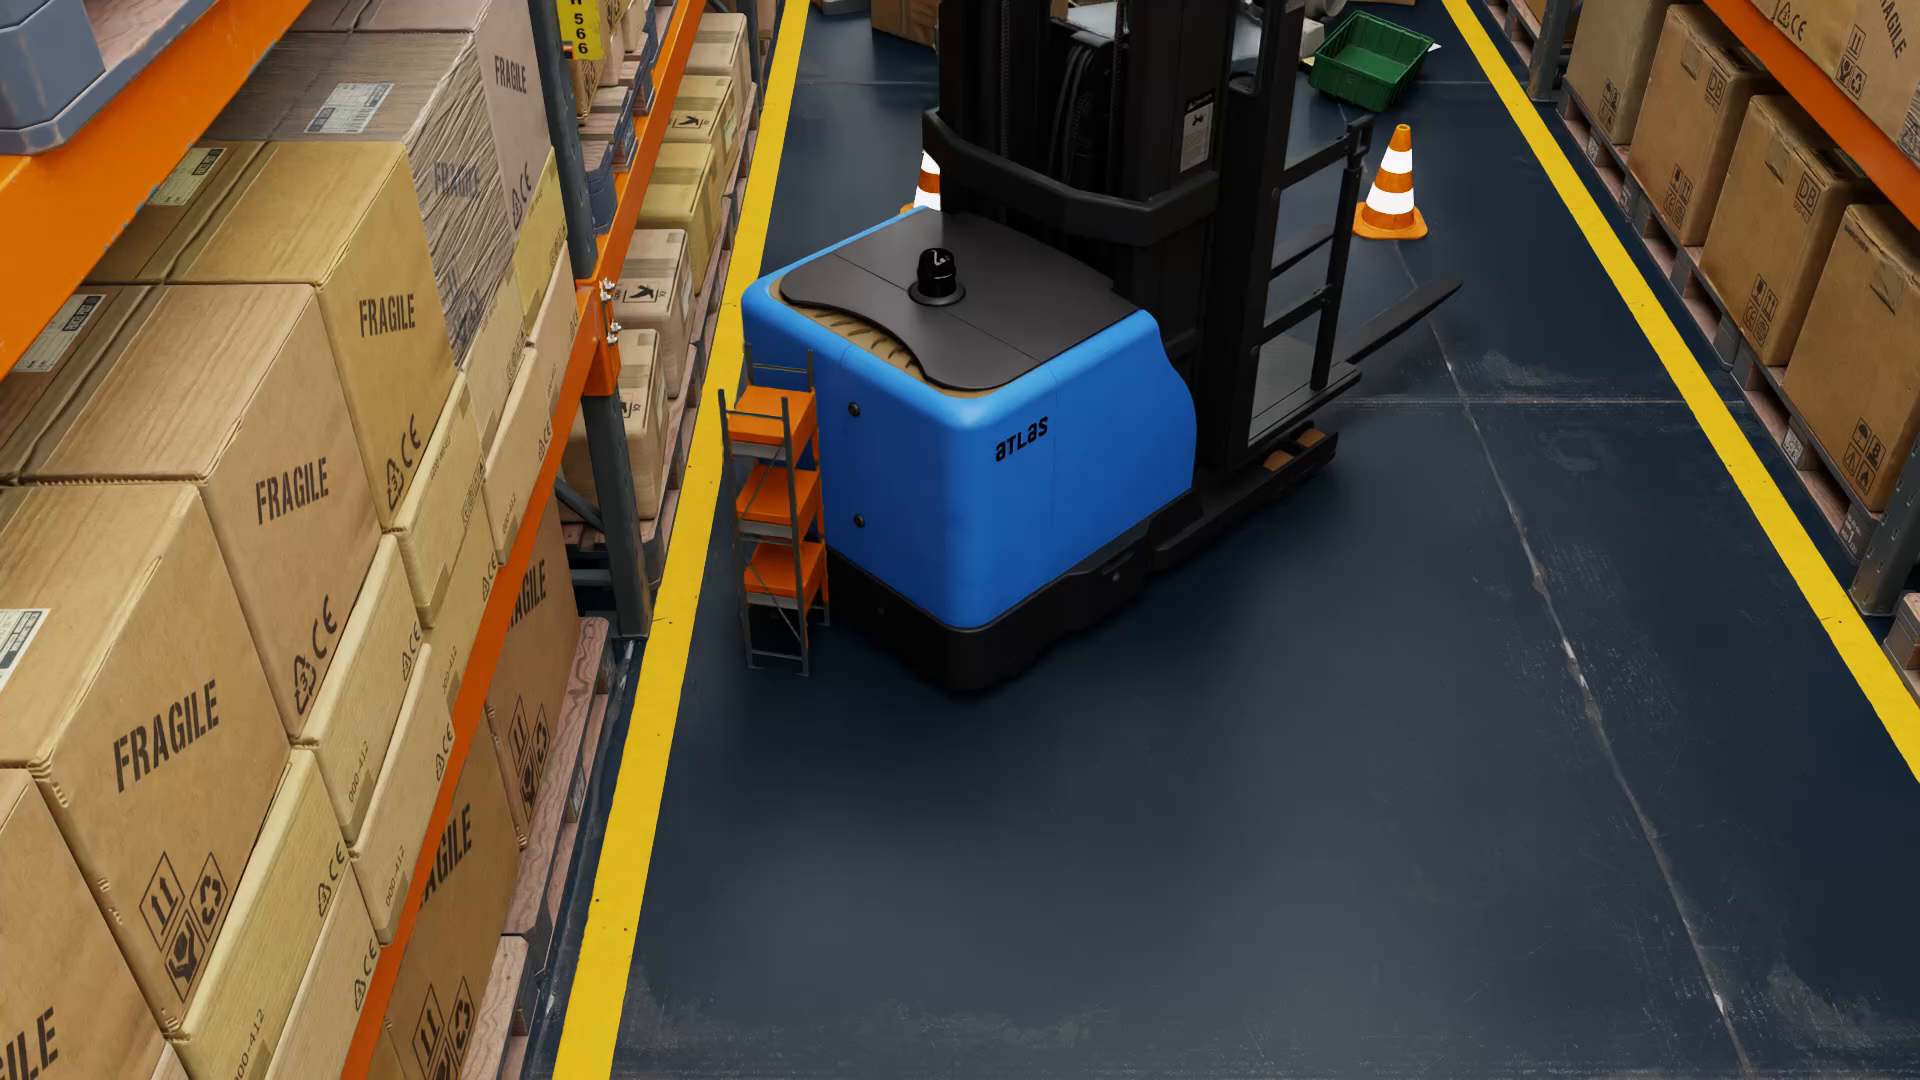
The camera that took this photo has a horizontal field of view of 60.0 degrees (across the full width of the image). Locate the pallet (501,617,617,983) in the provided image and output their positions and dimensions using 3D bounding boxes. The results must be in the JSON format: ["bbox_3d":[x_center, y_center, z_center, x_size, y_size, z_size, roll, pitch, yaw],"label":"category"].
[{"bbox_3d":[-1.577,0.694,4.715,1.003,0.211,1.213,0,39,0],"label":"pallet"}]

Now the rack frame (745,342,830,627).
[{"bbox_3d":[-0.520,-0.143,5.089,0.200,1.050,0.008,8,39,9],"label":"rack frame"}]

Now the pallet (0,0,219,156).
[{"bbox_3d":[-1.444,-0.882,2.204,1.003,0.211,1.213,2,39,2],"label":"pallet"}]

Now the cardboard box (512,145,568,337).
[{"bbox_3d":[-1.248,-0.721,3.971,0.500,0.250,0.500,0,39,0],"label":"cardboard box"}]

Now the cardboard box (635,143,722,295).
[{"bbox_3d":[-1.497,-1.315,6.757,0.950,0.372,0.625,1,39,1],"label":"cardboard box"}]

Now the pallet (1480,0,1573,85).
[{"bbox_3d":[3.520,-2.843,9.128,1.003,0.211,1.213,0,39,0],"label":"pallet"}]

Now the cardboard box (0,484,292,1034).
[{"bbox_3d":[-1.237,0.278,2.125,0.500,0.500,0.500,-1,39,-1],"label":"cardboard box"}]

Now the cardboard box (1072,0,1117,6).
[{"bbox_3d":[1.031,-3.287,9.341,0.797,0.637,0.503,0,39,0],"label":"cardboard box"}]

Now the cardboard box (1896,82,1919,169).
[{"bbox_3d":[3.178,-1.274,4.862,0.500,0.500,0.500,0,39,0],"label":"cardboard box"}]

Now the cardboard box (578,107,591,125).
[{"bbox_3d":[-1.284,-1.333,4.880,0.380,0.149,0.250,-2,39,-3],"label":"cardboard box"}]

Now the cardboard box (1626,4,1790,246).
[{"bbox_3d":[3.531,-1.750,6.998,1.050,0.750,0.750,0,39,0],"label":"cardboard box"}]

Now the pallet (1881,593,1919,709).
[{"bbox_3d":[3.447,0.623,4.804,1.003,0.211,1.213,0,39,0],"label":"pallet"}]

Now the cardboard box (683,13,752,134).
[{"bbox_3d":[-1.504,-2.199,7.861,0.950,0.372,0.625,0,39,1],"label":"cardboard box"}]

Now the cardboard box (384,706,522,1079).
[{"bbox_3d":[-1.588,0.768,3.756,0.875,0.875,0.875,0,39,1],"label":"cardboard box"}]

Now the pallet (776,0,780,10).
[{"bbox_3d":[-1.547,-3.485,9.930,1.003,0.211,1.213,0,39,0],"label":"pallet"}]

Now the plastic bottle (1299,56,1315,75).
[{"bbox_3d":[1.933,-2.480,8.796,0.133,0.061,0.283,-20,43,-23],"label":"plastic bottle"}]

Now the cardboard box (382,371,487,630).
[{"bbox_3d":[-1.222,-0.080,3.172,0.500,0.250,0.500,-1,39,-1],"label":"cardboard box"}]

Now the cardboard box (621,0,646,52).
[{"bbox_3d":[-1.217,-1.676,5.308,0.380,0.149,0.250,0,39,0],"label":"cardboard box"}]

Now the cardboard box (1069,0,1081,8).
[{"bbox_3d":[0.638,-2.833,9.072,0.258,0.266,0.396,-28,46,-30],"label":"cardboard box"}]

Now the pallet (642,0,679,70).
[{"bbox_3d":[-1.546,-2.050,6.063,1.003,0.211,1.213,0,39,0],"label":"pallet"}]

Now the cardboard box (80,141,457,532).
[{"bbox_3d":[-1.237,-0.362,2.923,0.500,0.500,0.500,0,39,0],"label":"cardboard box"}]

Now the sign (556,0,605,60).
[{"bbox_3d":[-0.947,-1.341,4.099,0.100,0.325,0.005,0,39,0],"label":"sign"}]

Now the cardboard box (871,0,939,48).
[{"bbox_3d":[-0.148,-3.085,9.198,0.500,0.500,0.500,28,46,30],"label":"cardboard box"}]

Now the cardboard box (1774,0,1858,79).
[{"bbox_3d":[3.179,-1.899,5.641,0.500,0.500,0.500,-1,39,-1],"label":"cardboard box"}]

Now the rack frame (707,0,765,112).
[{"bbox_3d":[-1.507,-3.389,7.580,1.000,3.000,0.127,0,39,0],"label":"rack frame"}]

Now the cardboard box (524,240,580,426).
[{"bbox_3d":[-1.242,-0.513,4.111,0.500,0.250,0.500,-1,39,-2],"label":"cardboard box"}]

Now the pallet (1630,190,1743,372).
[{"bbox_3d":[3.523,-1.120,6.979,1.003,0.211,1.213,0,39,0],"label":"pallet"}]

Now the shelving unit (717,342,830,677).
[{"bbox_3d":[-0.545,-0.069,4.996,0.215,1.050,0.252,8,39,9],"label":"shelving unit"}]

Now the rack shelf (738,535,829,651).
[{"bbox_3d":[-0.545,0.156,5.177,0.215,0.259,0.240,8,39,9],"label":"rack shelf"}]

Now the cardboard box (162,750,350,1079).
[{"bbox_3d":[-1.219,0.561,2.372,0.500,0.250,0.500,0,39,1],"label":"cardboard box"}]

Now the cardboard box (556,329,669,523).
[{"bbox_3d":[-1.493,-0.379,5.590,0.950,0.372,0.625,-2,39,-3],"label":"cardboard box"}]

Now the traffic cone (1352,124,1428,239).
[{"bbox_3d":[1.934,-1.626,7.408,0.336,0.463,0.334,0,39,0],"label":"traffic cone"}]

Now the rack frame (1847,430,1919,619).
[{"bbox_3d":[3.448,-0.954,4.542,1.000,3.000,0.127,0,39,0],"label":"rack frame"}]

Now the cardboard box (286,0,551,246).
[{"bbox_3d":[-1.240,-0.993,3.711,0.500,0.500,0.500,-1,39,-1],"label":"cardboard box"}]

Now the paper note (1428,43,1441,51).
[{"bbox_3d":[2.537,-2.717,9.115,0.147,0.020,0.142,-28,46,-30],"label":"paper note"}]

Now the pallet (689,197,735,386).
[{"bbox_3d":[-1.500,-1.049,6.890,1.003,0.211,1.213,0,39,0],"label":"pallet"}]

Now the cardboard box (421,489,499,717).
[{"bbox_3d":[-1.241,0.122,3.319,0.500,0.250,0.500,0,39,-1],"label":"cardboard box"}]

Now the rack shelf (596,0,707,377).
[{"bbox_3d":[-1.505,-1.857,6.244,1.077,0.370,4.000,0,39,0],"label":"rack shelf"}]

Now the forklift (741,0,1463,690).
[{"bbox_3d":[0.723,-1.501,5.280,3.031,2.935,1.130,-32,49,-33],"label":"forklift"}]

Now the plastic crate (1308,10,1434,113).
[{"bbox_3d":[2.133,-2.488,8.659,0.450,0.188,0.662,27,45,16],"label":"plastic crate"}]

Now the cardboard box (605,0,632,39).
[{"bbox_3d":[-1.279,-1.814,4.961,0.500,0.500,0.500,2,39,2],"label":"cardboard box"}]

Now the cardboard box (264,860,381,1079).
[{"bbox_3d":[-1.221,0.753,2.531,0.500,0.250,0.500,0,39,0],"label":"cardboard box"}]

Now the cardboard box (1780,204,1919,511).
[{"bbox_3d":[3.537,-0.621,5.589,1.050,0.750,0.750,-1,39,-1],"label":"cardboard box"}]
